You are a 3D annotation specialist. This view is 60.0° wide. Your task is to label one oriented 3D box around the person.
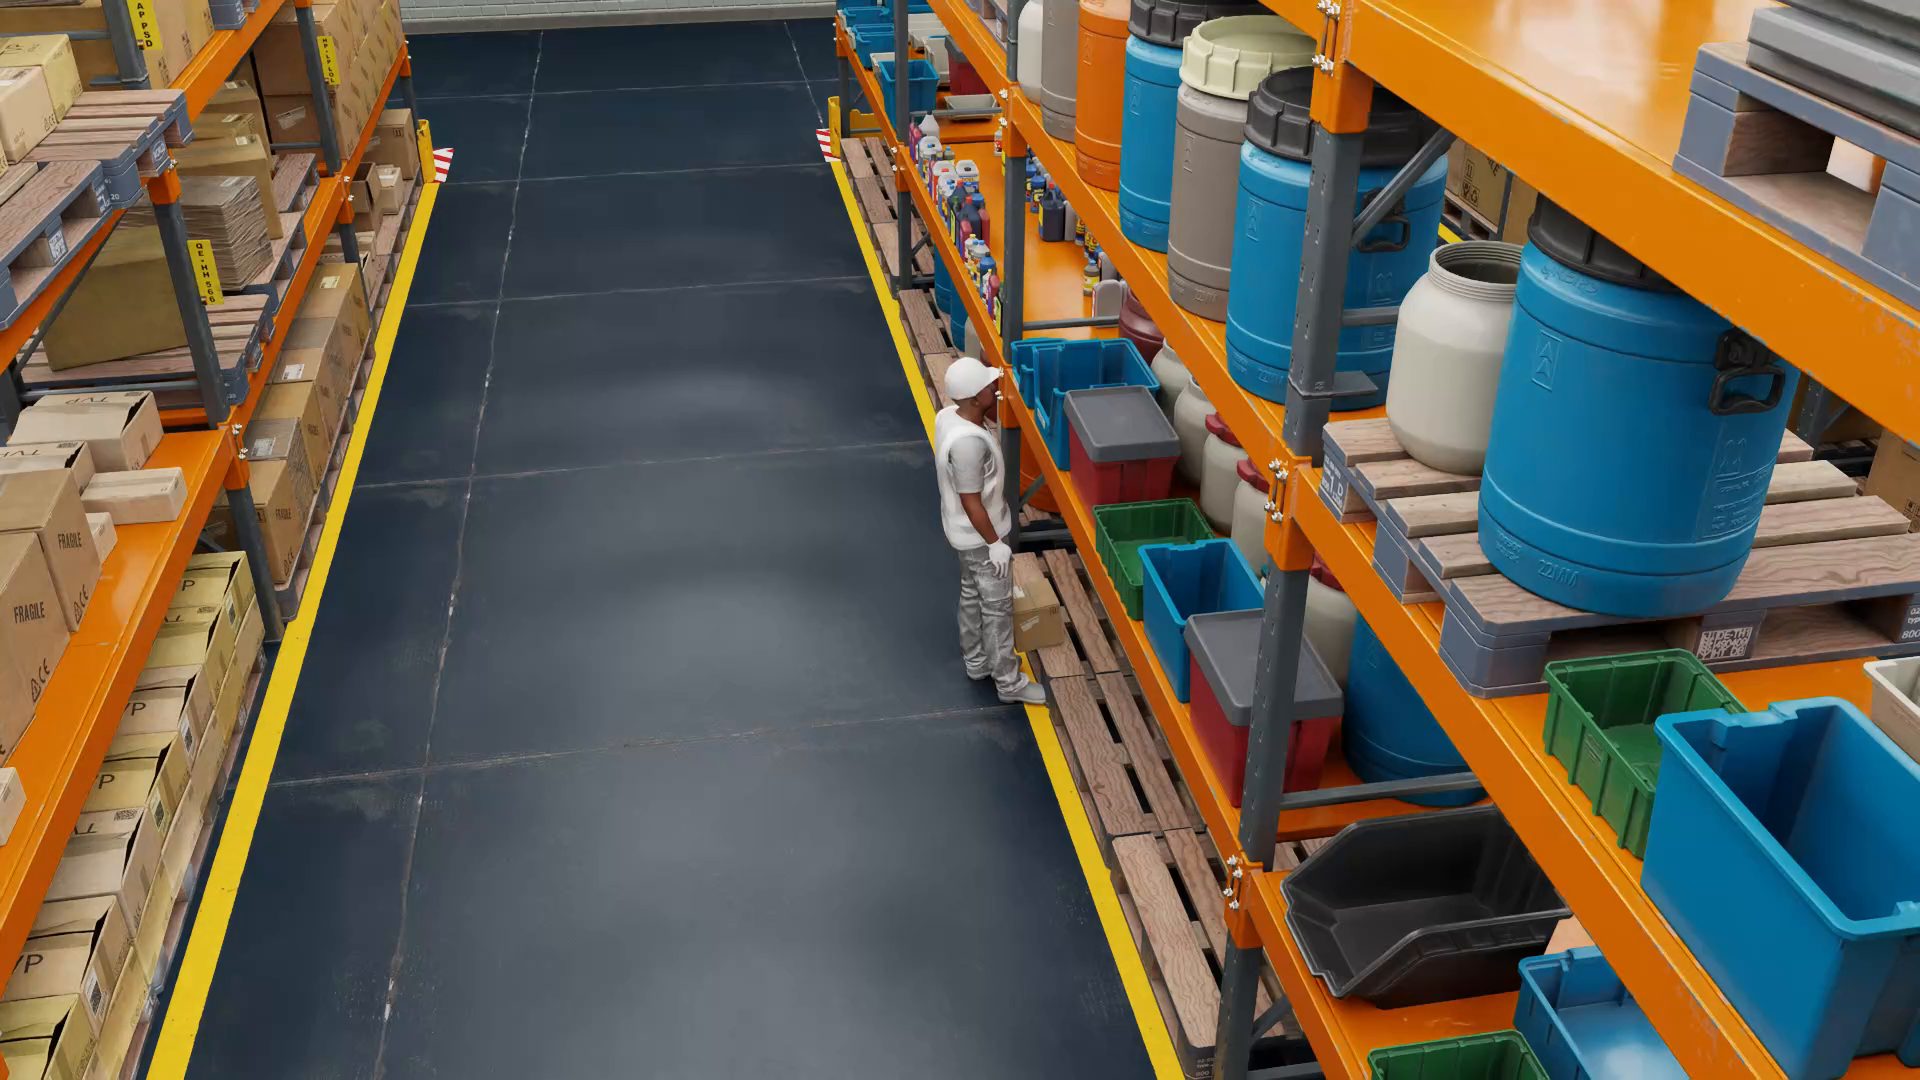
[{"bbox_3d":[0.169,-0.066,8.213,0.576,1.784,0.657,-5,31,-9],"label":"person"}]
